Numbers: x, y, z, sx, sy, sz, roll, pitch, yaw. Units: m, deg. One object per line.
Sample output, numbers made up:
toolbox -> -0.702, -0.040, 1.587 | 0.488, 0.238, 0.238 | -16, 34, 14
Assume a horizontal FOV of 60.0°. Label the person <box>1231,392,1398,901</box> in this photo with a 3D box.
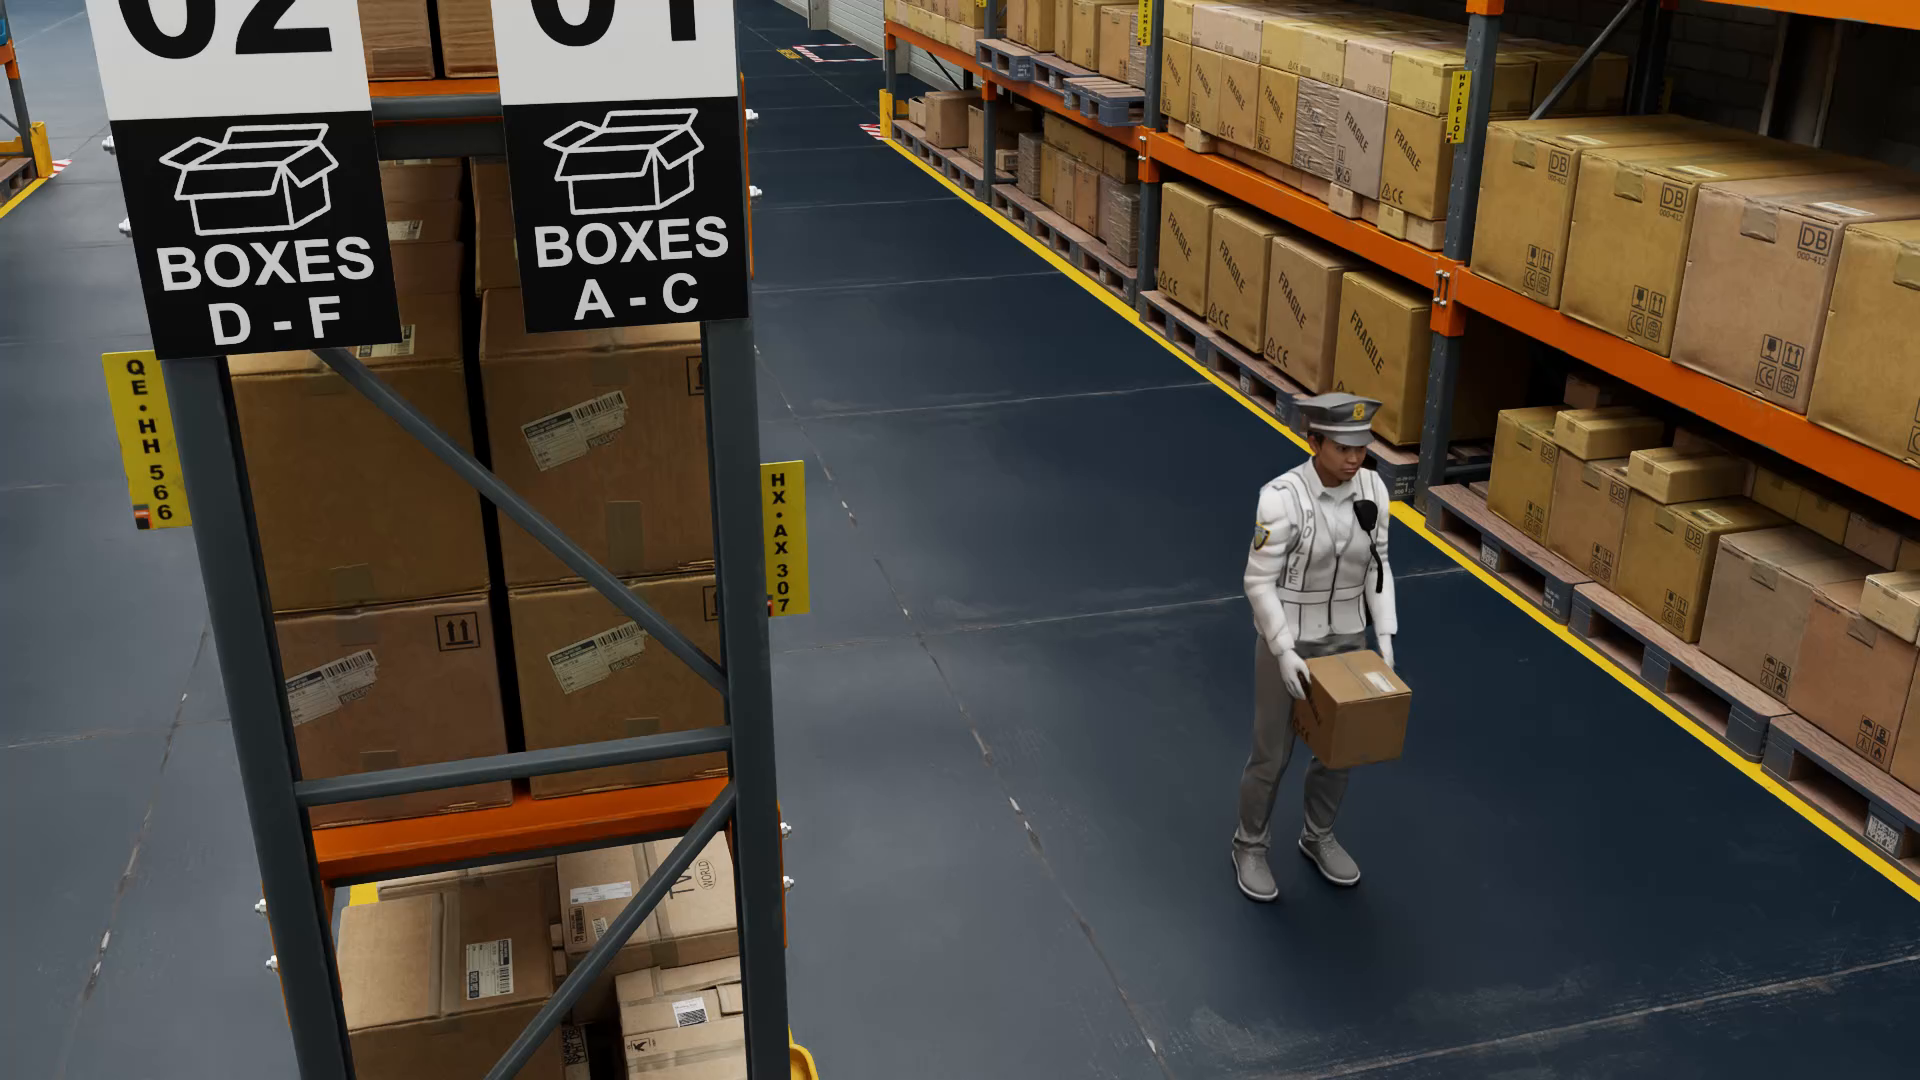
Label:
person -> 1.137, 0.334, 5.283 | 0.501, 1.682, 0.398 | -7, 24, -15
